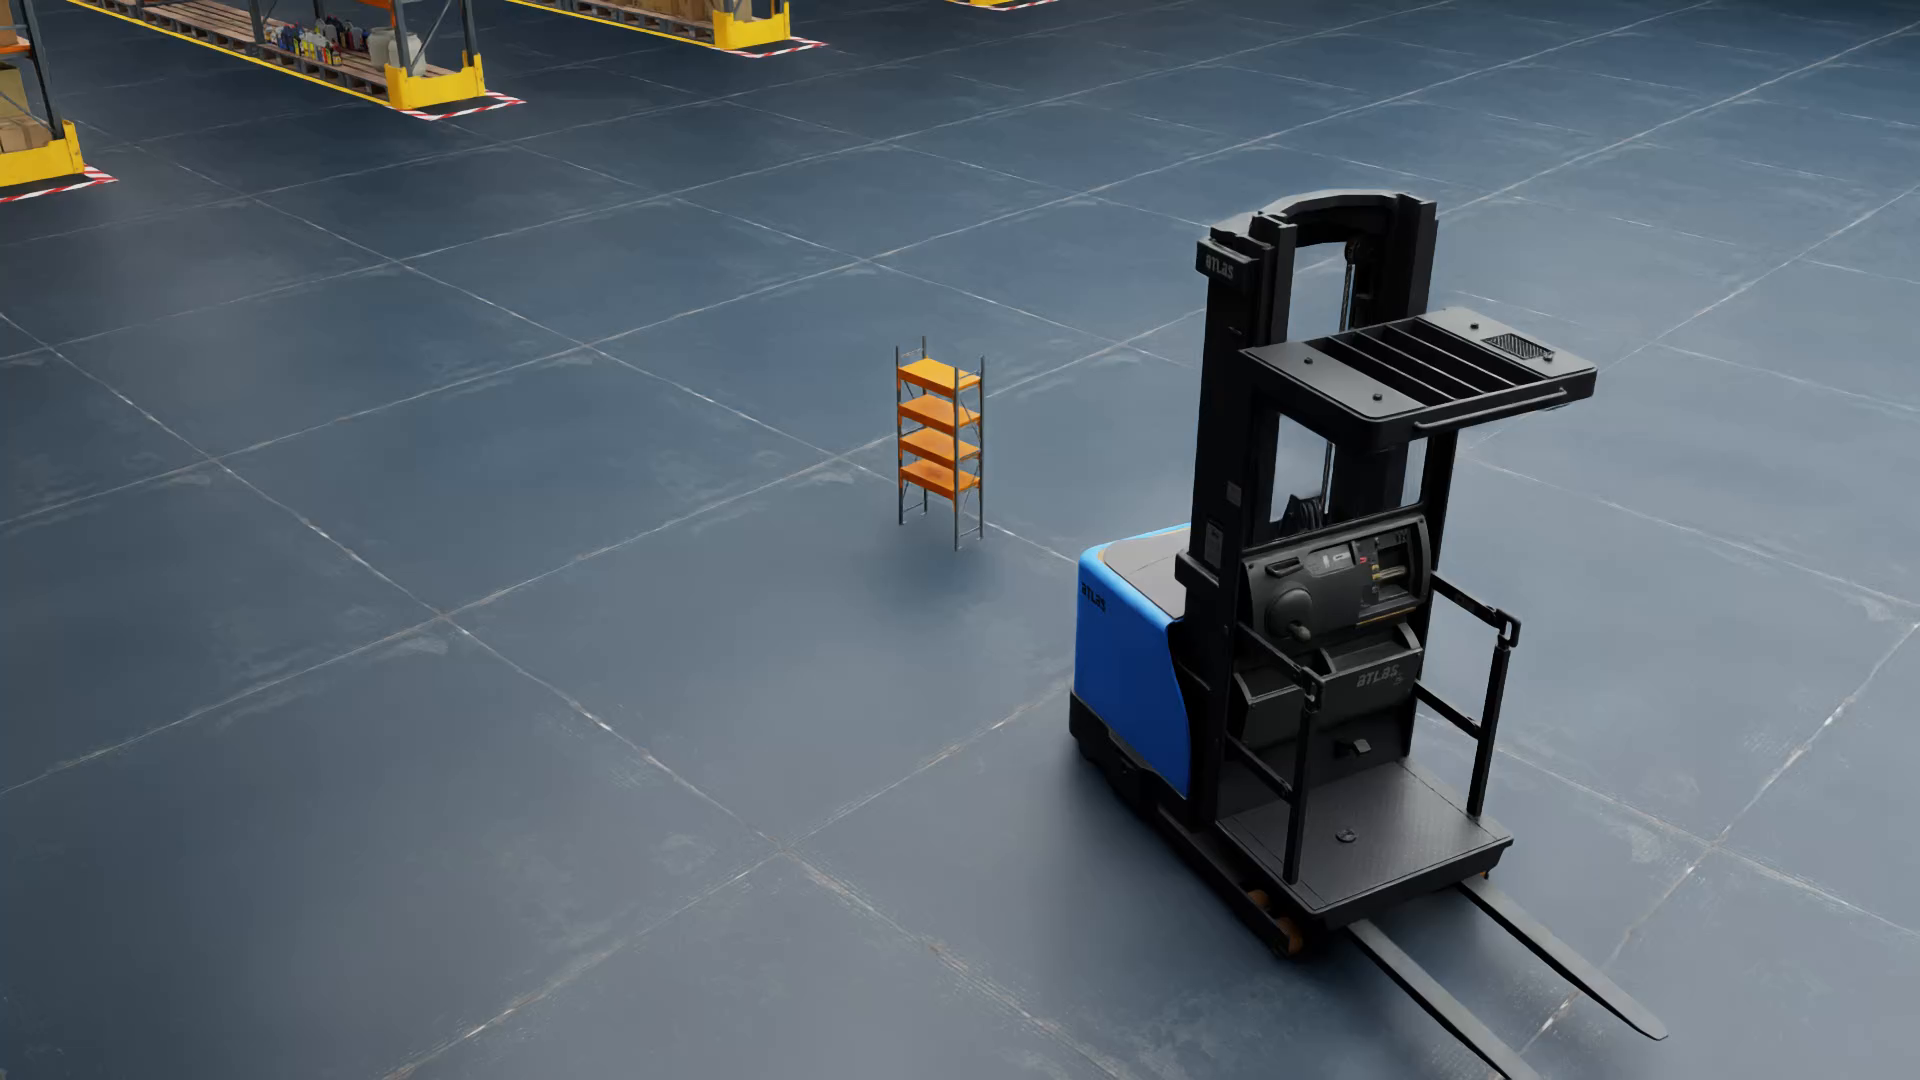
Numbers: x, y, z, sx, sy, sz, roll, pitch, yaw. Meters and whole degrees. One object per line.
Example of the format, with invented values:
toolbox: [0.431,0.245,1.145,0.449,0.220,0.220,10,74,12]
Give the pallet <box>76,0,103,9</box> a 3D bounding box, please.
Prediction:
pallet: [-13.538,-8.788,26.737,1.213,0.211,1.003,25,36,38]

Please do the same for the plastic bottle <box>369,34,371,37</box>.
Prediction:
plastic bottle: [-7.767,-6.597,22.033,0.097,0.271,0.097,0,28,0]

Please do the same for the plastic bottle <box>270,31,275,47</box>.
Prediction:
plastic bottle: [-9.237,-6.749,22.397,0.097,0.201,0.097,0,28,0]

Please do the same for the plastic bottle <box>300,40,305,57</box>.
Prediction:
plastic bottle: [-8.624,-6.469,21.864,0.097,0.201,0.097,0,28,0]

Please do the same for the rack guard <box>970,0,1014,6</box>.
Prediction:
rack guard: [0.663,-8.913,26.664,0.348,0.500,1.175,25,36,38]

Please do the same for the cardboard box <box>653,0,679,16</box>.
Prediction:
cardboard box: [-4.221,-8.097,24.661,0.500,0.500,0.500,-21,34,-35]

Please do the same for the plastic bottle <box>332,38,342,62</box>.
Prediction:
plastic bottle: [-8.080,-6.344,21.537,0.133,0.283,0.061,25,36,38]

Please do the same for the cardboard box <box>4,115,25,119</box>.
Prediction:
cardboard box: [-10.438,-4.508,18.103,0.500,0.250,0.500,25,36,38]

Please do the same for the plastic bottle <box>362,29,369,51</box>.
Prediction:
plastic bottle: [-7.911,-6.663,22.158,0.097,0.271,0.097,0,28,0]

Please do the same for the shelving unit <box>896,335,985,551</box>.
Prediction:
shelving unit: [-0.118,-0.585,10.073,0.503,1.200,0.258,25,36,38]

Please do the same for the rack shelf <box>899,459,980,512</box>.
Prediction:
rack shelf: [-0.118,-0.350,10.197,0.480,0.148,0.258,25,36,38]

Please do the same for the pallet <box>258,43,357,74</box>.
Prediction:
pallet: [-8.779,-6.609,22.591,1.213,0.211,1.003,25,36,38]

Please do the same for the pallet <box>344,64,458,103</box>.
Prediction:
pallet: [-7.039,-5.813,21.077,1.213,0.211,1.003,25,36,38]

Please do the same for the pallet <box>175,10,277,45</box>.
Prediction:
pallet: [-10.690,-7.483,24.255,1.213,0.211,1.003,25,36,38]

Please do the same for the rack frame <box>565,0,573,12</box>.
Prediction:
rack frame: [-5.756,-9.720,25.512,0.127,3.000,1.000,25,36,38]

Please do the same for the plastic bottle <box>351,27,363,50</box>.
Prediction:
plastic bottle: [-8.087,-6.728,22.277,0.152,0.276,0.135,-25,36,-38]

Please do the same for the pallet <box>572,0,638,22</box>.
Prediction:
pallet: [-5.253,-8.278,25.766,1.213,0.211,1.003,25,36,38]

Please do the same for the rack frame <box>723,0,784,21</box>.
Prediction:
rack frame: [-2.904,-8.414,23.029,0.127,3.000,1.000,25,36,38]

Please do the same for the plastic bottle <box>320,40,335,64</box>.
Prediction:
plastic bottle: [-8.154,-6.305,21.472,0.135,0.276,0.152,25,37,39]

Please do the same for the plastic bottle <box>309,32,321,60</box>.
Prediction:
plastic bottle: [-8.374,-6.436,21.641,0.144,0.351,0.185,-24,36,-37]

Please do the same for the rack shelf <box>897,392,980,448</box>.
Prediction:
rack shelf: [-0.118,-0.724,10.001,0.480,0.148,0.258,25,36,38]

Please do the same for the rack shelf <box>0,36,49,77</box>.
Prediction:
rack shelf: [-11.278,-5.462,18.188,4.000,0.370,1.077,25,36,38]

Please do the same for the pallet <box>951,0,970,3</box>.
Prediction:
pallet: [0.020,-9.028,27.193,1.213,0.211,1.003,25,36,38]

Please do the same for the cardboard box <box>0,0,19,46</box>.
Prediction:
cardboard box: [-10.176,-5.329,17.054,0.500,0.500,0.700,25,36,38]

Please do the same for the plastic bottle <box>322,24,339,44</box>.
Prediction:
plastic bottle: [-8.517,-6.831,22.471,0.135,0.276,0.152,25,36,38]

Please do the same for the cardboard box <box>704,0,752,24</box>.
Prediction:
cardboard box: [-3.338,-7.703,23.912,0.500,0.500,0.500,-18,33,-30]

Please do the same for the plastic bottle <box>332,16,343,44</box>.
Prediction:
plastic bottle: [-8.431,-6.921,22.563,0.185,0.351,0.144,22,35,36]

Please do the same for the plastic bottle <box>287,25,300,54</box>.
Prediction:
plastic bottle: [-8.810,-6.635,22.020,0.185,0.351,0.144,23,35,36]

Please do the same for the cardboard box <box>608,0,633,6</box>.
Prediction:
cardboard box: [-5.085,-8.471,25.371,0.500,0.500,0.500,-13,31,-24]

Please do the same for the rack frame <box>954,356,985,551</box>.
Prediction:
rack frame: [0.056,-0.505,9.922,0.015,1.200,0.240,25,36,38]

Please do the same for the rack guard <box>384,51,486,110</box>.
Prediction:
rack guard: [-6.464,-5.674,20.503,0.348,0.500,1.175,25,36,38]

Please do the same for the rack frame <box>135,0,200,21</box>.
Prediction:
rack frame: [-12.081,-9.381,24.868,0.127,3.000,1.000,25,36,38]

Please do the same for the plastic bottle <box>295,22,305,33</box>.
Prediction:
plastic bottle: [-8.843,-6.745,22.228,0.185,0.351,0.144,25,36,38]

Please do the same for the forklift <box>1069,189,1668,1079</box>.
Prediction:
forklift: [1.669,0.203,6.714,1.130,2.935,3.031,-14,31,-24]

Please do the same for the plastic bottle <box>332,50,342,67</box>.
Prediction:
plastic bottle: [-7.994,-6.181,21.315,0.097,0.201,0.097,0,28,0]

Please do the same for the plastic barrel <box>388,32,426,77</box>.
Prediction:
plastic barrel: [-6.899,-6.045,20.745,0.421,0.512,0.421,0,28,0]

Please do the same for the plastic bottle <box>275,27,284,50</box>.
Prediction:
plastic bottle: [-9.059,-6.719,22.259,0.152,0.276,0.135,-24,36,-37]

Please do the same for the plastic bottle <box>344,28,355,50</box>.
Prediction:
plastic bottle: [-8.162,-6.696,22.207,0.133,0.283,0.061,25,36,38]

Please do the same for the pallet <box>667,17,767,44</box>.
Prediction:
pallet: [-3.513,-7.482,24.252,1.213,0.211,1.003,25,36,38]

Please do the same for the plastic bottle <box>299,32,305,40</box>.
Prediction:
plastic bottle: [-8.678,-6.565,21.971,0.097,0.271,0.097,0,28,0]
